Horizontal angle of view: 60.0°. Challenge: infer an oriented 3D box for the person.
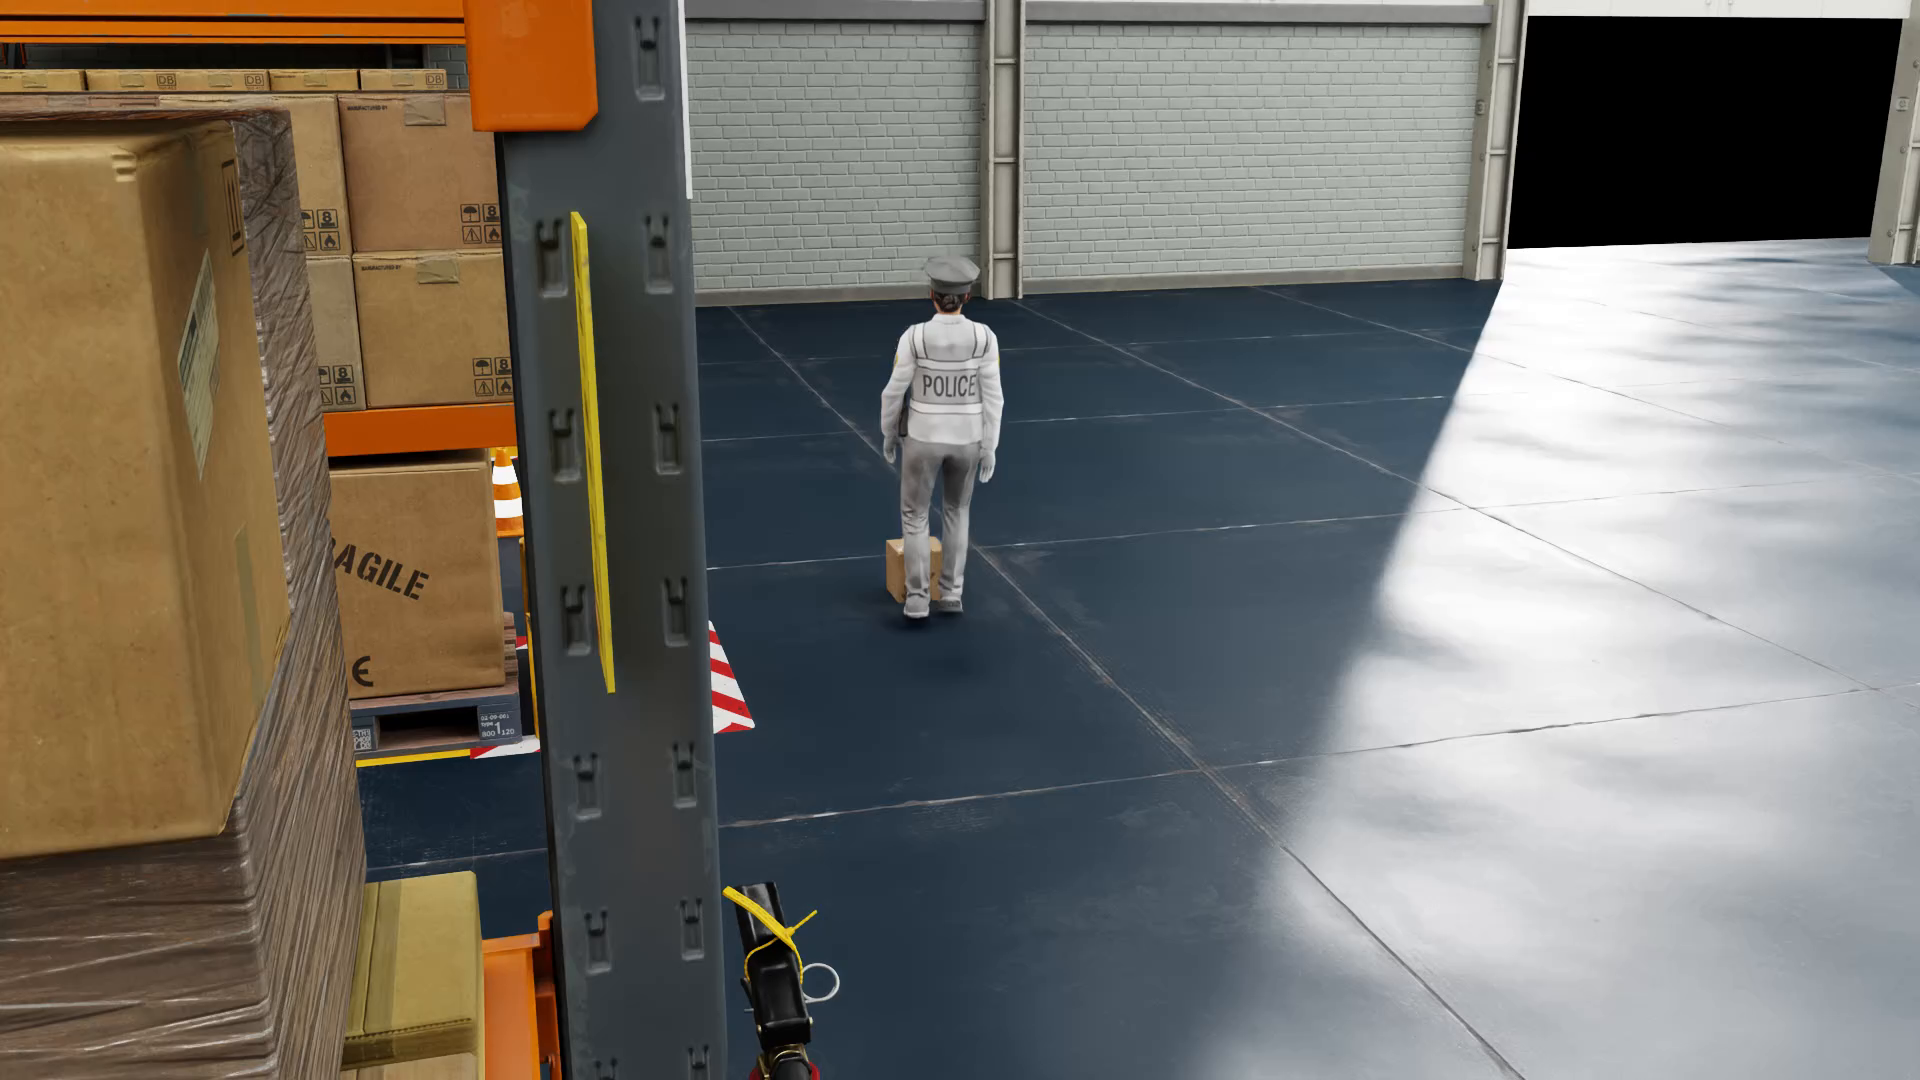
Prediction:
[{"bbox_3d":[-0.096,-0.409,7.499,0.531,1.753,0.534,-3,16,-10],"label":"person"}]
